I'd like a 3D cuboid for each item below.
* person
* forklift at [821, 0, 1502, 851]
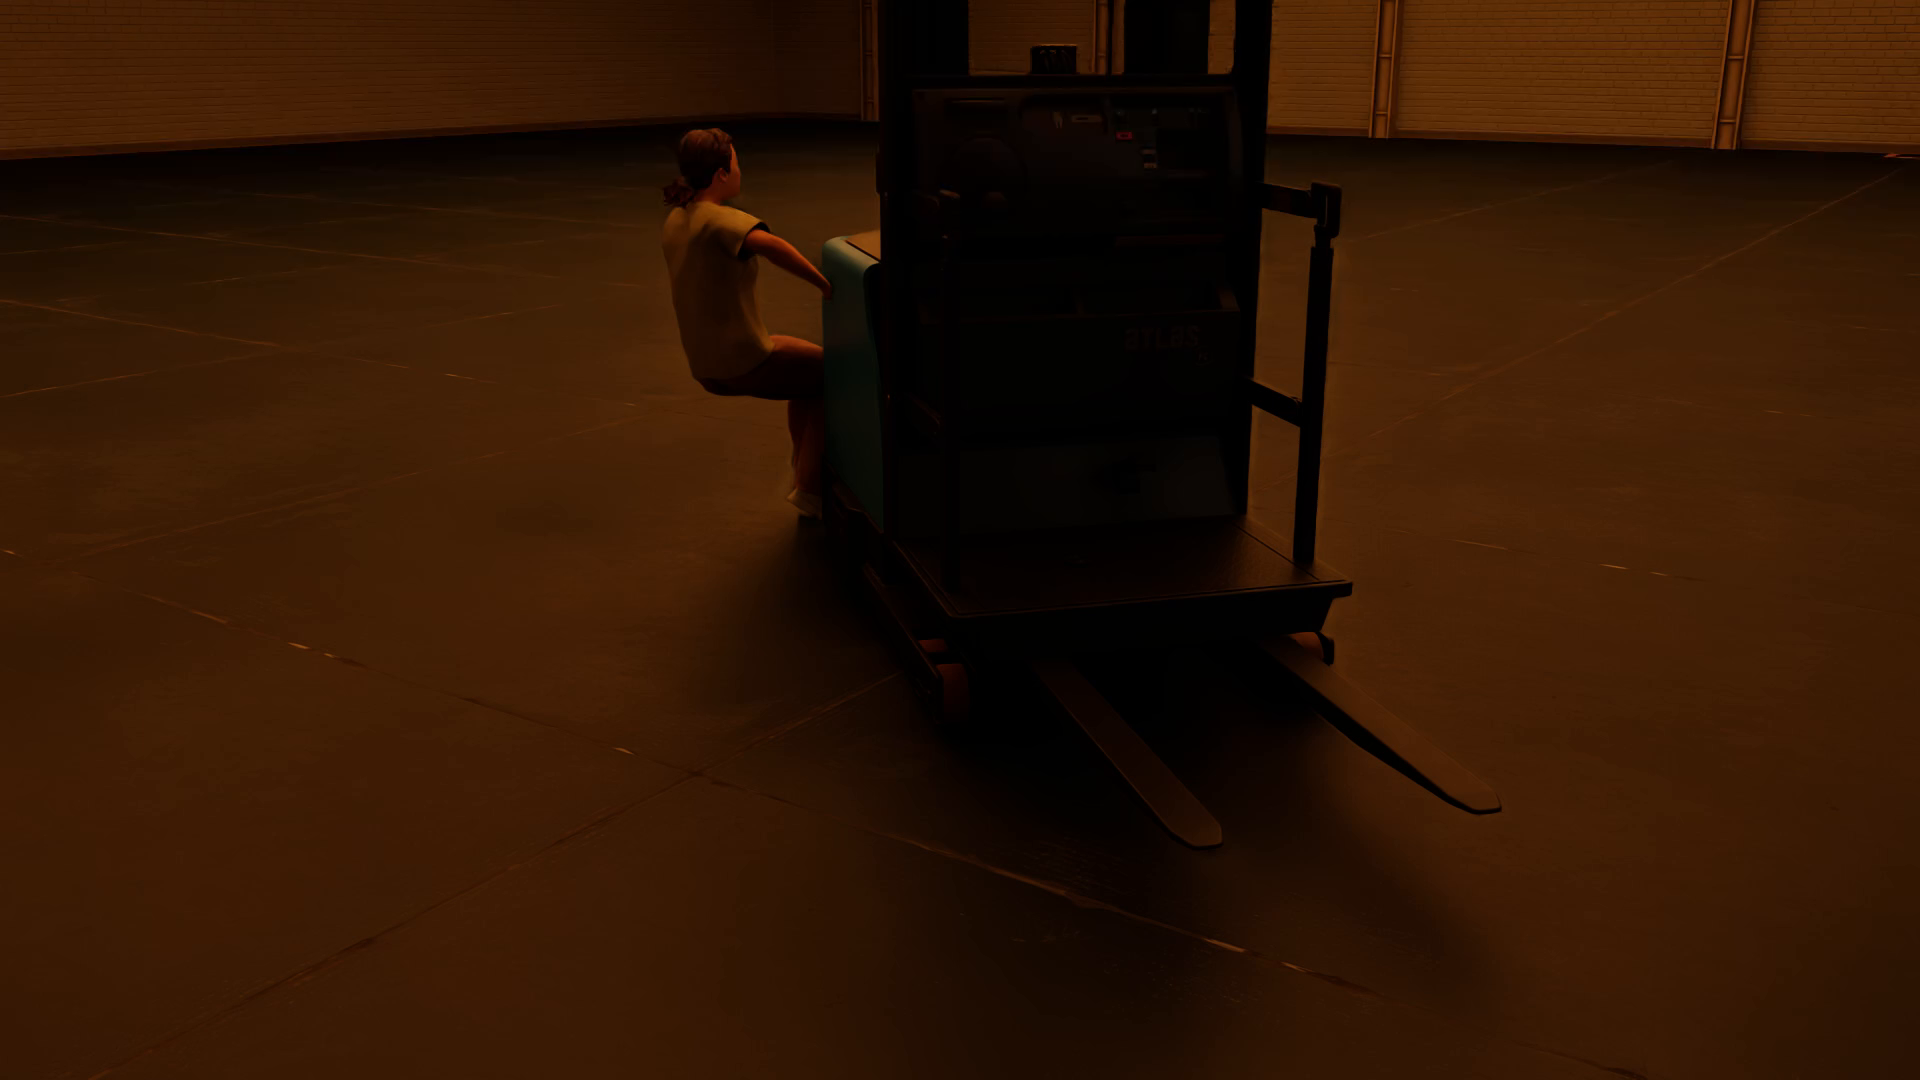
[{"bbox_3d":[-0.709,-0.655,5.931,0.648,1.134,0.702,15,23,42],"label":"person"},{"bbox_3d":[0.384,-1.042,4.319,1.130,2.935,3.031,-4,17,-14],"label":"forklift"}]
